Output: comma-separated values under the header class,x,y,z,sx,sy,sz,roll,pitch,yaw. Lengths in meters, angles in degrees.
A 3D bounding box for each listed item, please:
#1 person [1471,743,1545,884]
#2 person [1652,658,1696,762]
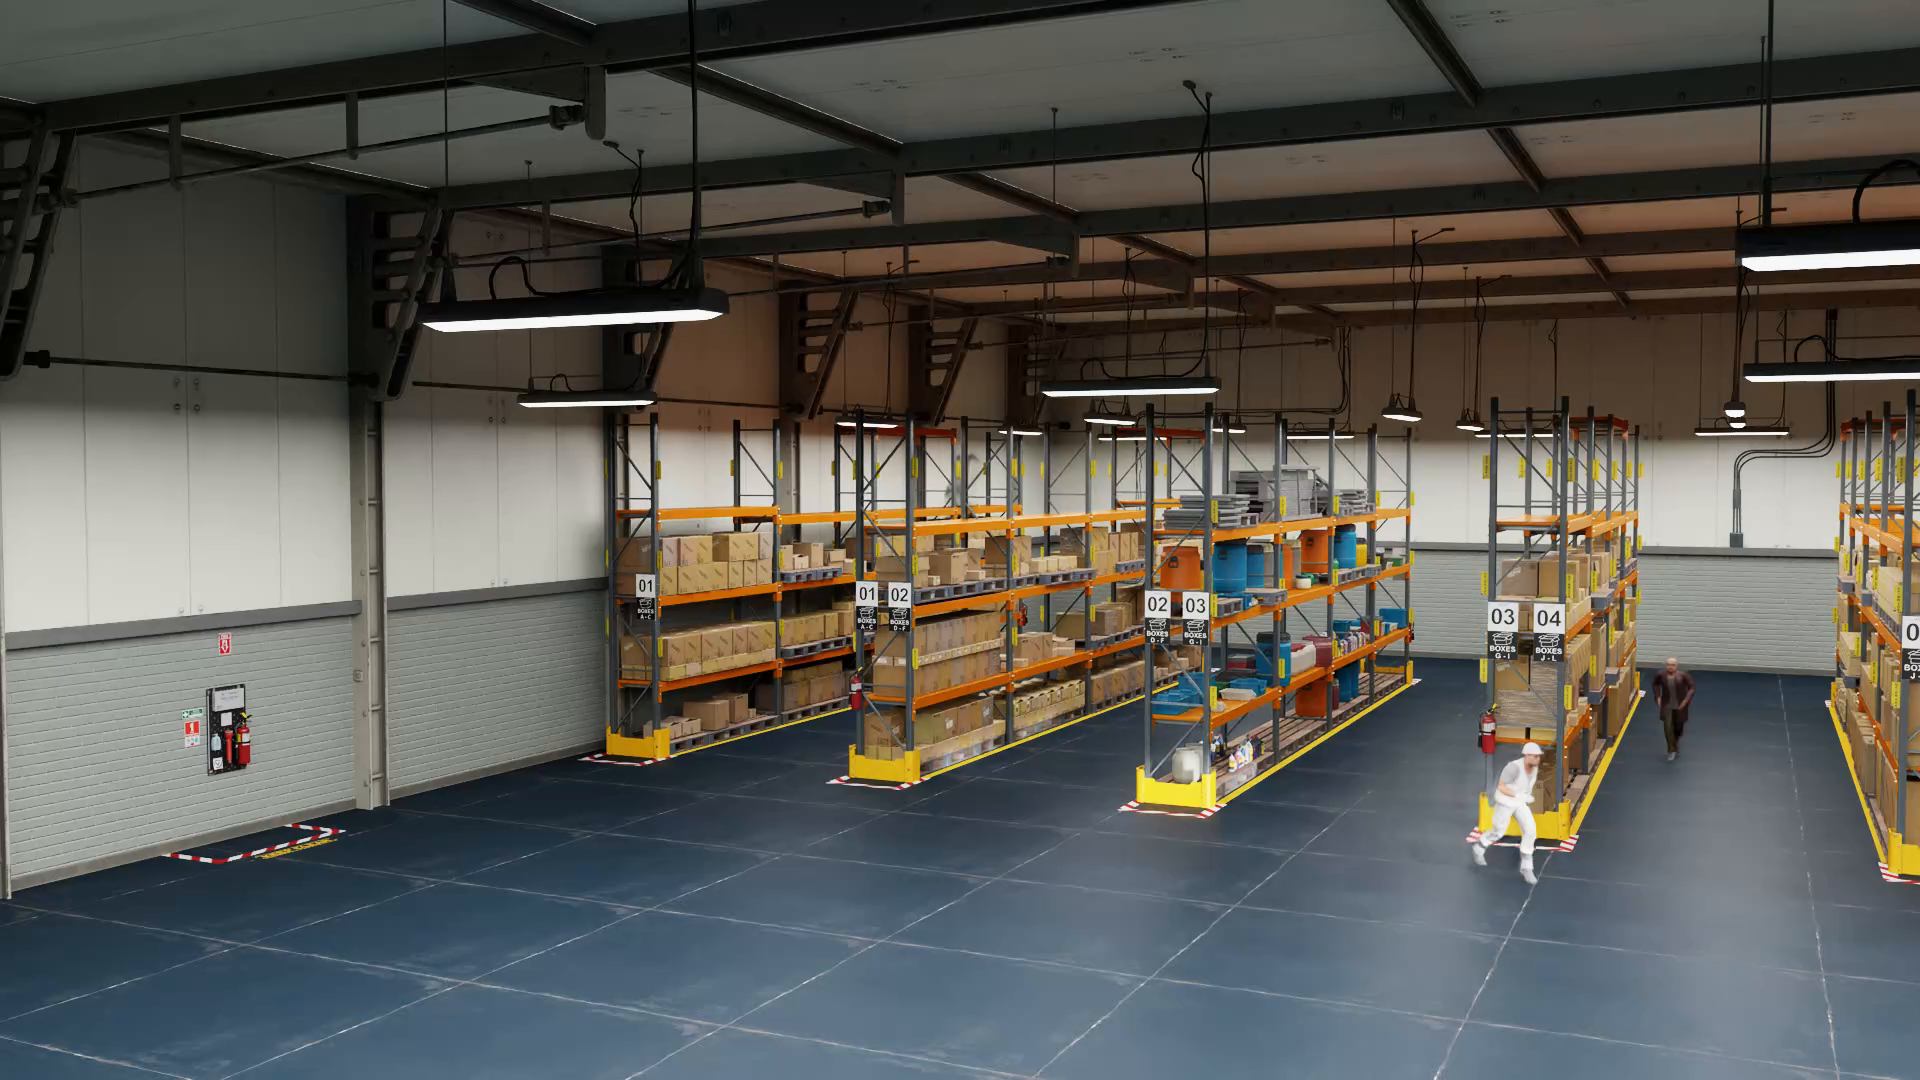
class,x,y,z,sx,sy,sz,roll,pitch,yaw
person,6.762,3.310,20.522,0.704,1.731,1.056,-2,3,-33
person,12.436,2.928,28.998,0.711,1.777,1.093,1,3,26
